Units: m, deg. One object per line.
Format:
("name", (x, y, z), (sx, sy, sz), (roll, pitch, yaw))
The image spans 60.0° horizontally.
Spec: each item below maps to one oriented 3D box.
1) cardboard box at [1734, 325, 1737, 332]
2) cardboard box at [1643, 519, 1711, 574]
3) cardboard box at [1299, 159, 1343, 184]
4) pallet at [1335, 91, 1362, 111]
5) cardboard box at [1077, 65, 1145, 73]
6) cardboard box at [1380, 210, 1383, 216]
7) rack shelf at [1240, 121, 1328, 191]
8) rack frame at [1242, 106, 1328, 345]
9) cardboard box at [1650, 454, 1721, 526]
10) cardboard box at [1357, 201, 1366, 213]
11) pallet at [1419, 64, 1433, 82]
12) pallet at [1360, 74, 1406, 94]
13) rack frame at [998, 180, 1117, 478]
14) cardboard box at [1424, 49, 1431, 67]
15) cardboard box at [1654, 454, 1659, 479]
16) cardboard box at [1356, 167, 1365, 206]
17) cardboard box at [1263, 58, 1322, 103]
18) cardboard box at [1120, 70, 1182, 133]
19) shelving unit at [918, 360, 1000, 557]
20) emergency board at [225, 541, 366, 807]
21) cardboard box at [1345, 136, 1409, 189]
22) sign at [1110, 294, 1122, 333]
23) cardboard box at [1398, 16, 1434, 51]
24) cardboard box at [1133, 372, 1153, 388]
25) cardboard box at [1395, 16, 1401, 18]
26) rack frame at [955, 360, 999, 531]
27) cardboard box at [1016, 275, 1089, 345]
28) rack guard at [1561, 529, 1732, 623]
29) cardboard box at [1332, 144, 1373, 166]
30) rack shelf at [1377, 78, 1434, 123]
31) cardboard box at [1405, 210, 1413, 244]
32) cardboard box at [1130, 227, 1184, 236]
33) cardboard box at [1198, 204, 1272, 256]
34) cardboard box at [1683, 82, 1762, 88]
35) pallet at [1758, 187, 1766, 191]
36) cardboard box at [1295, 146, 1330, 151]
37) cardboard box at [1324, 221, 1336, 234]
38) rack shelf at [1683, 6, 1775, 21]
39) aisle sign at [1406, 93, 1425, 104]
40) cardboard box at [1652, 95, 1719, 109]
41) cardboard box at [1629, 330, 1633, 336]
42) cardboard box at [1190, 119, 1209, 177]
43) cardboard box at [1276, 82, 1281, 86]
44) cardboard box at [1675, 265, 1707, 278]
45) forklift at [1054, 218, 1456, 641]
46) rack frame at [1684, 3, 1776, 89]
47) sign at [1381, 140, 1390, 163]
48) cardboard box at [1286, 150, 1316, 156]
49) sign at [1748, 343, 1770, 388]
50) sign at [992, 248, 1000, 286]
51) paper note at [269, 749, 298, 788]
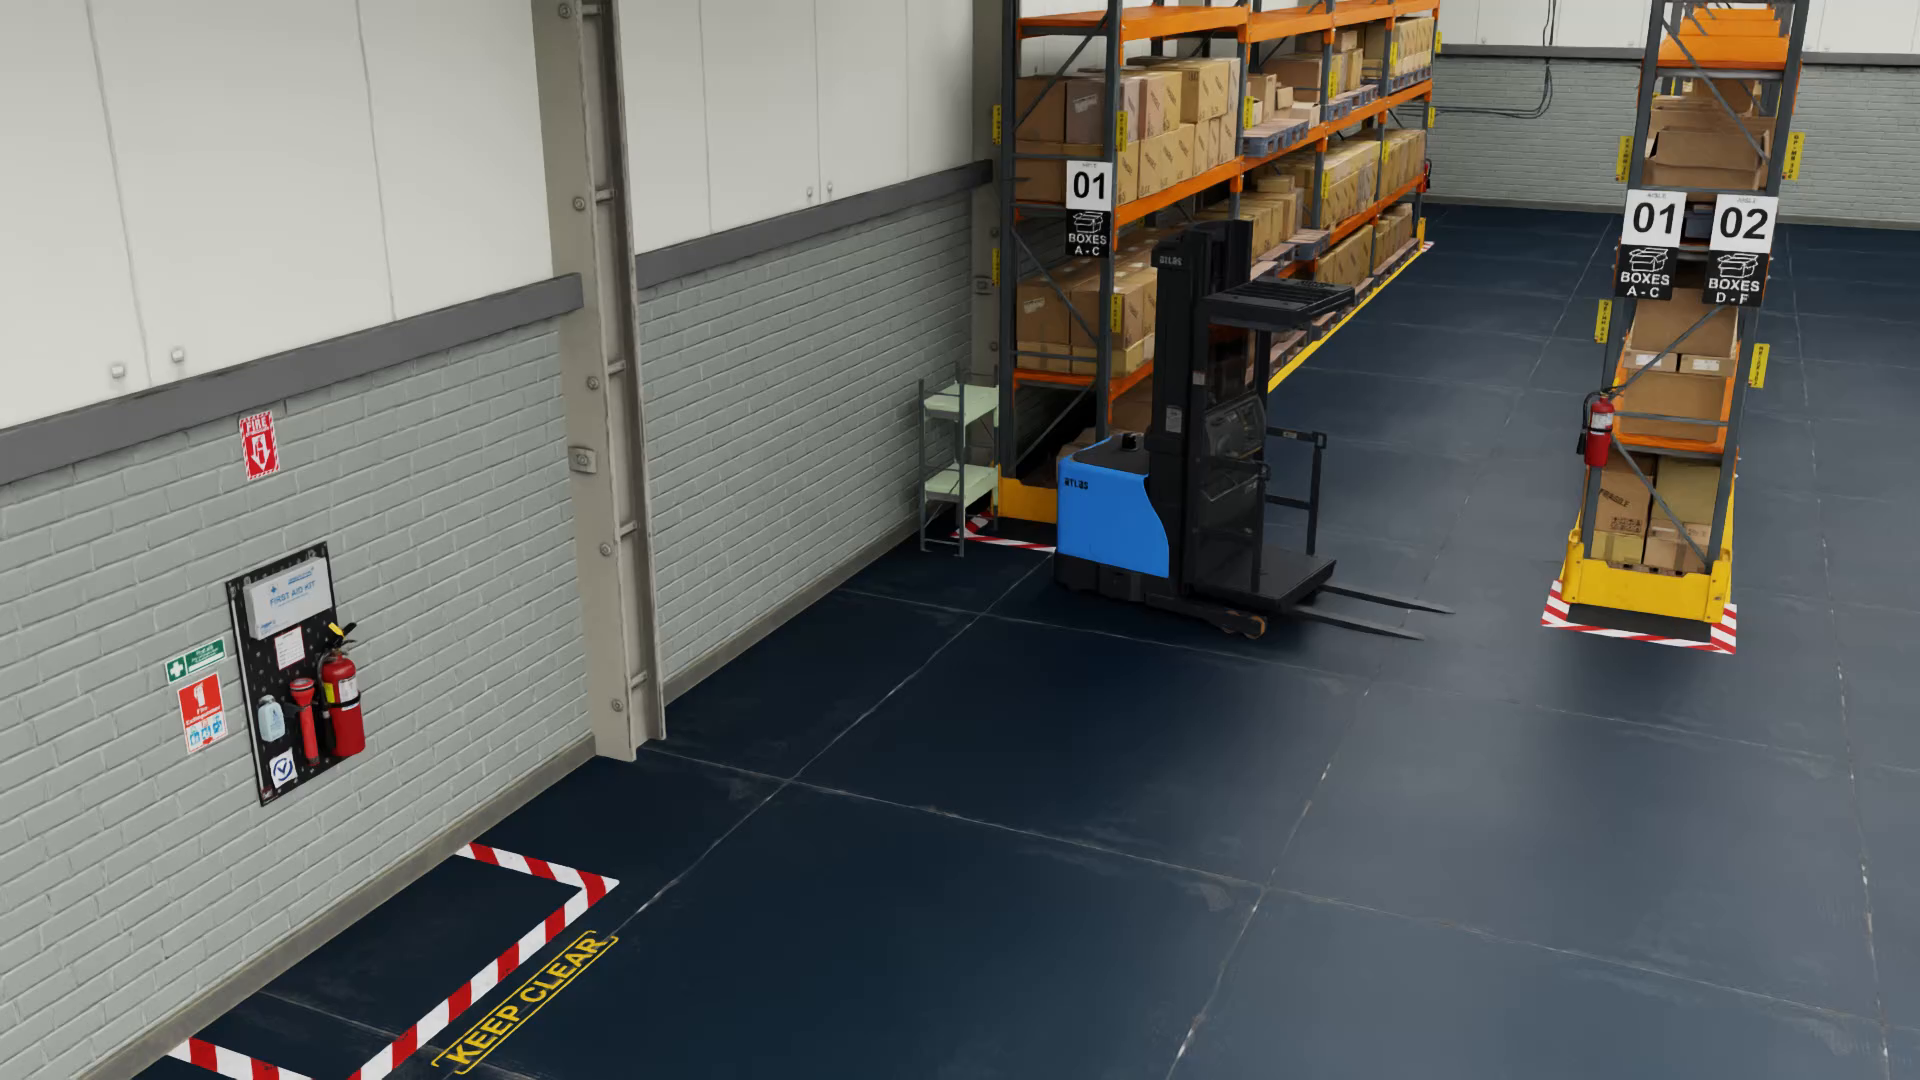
("cardboard box", (6.124, -1.671, 13.573), (0.380, 0.149, 0.250), (8, 21, 21))
("cardboard box", (5.769, 0.052, 13.322), (0.500, 0.250, 0.500), (9, 21, 23))
("cardboard box", (4.742, -4.854, 21.898), (0.500, 0.250, 0.500), (8, 21, 22))
("pallet", (4.772, -5.907, 22.406), (1.003, 0.211, 1.213), (10, 22, 25))
("cardboard box", (1.412, -4.168, 15.563), (0.500, 0.500, 0.500), (9, 21, 23))
("cardboard box", (6.741, -5.414, 27.351), (0.380, 0.149, 0.250), (9, 21, 23))
("rack shelf", (3.282, -4.499, 19.239), (1.077, 0.370, 4.000), (9, 21, 23))
("rack frame", (4.101, -4.036, 21.341), (1.000, 3.000, 0.127), (9, 21, 23))
("cardboard box", (5.972, -0.454, 13.626), (0.500, 0.500, 0.500), (9, 21, 23))
("cardboard box", (5.575, -4.765, 23.737), (0.380, 0.149, 0.250), (9, 21, 23))
("pallet", (7.083, -7.625, 27.088), (1.003, 0.211, 1.213), (9, 21, 23))
("pallet", (6.084, -6.879, 24.990), (1.003, 0.211, 1.213), (9, 21, 23))
("rack frame", (0.825, -1.590, 14.464), (1.000, 3.000, 0.127), (9, 21, 23))
("cardboard box", (7.319, -7.809, 26.921), (0.500, 0.250, 0.500), (9, 22, 24))
("cardboard box", (6.308, -0.785, 15.675), (0.500, 0.250, 0.500), (9, 21, 23))
("cardboard box", (5.367, -4.970, 23.344), (0.500, 0.500, 0.500), (9, 21, 23))
("cardboard box", (4.244, -5.857, 21.179), (0.700, 0.500, 0.500), (7, 21, 18))
("cardboard box", (1.656, -3.920, 14.868), (0.500, 0.500, 0.500), (9, 22, 24))
("shelving unit", (-0.003, -0.705, 14.212), (0.431, 1.500, 0.755), (9, 21, 23))
("emergency board", (-3.181, 0.661, 8.133), (0.194, 1.169, 0.643), (9, 21, 23))
("cardboard box", (6.569, -6.010, 26.443), (0.980, 0.700, 0.700), (7, 21, 20))
("sign", (1.320, -1.924, 14.110), (0.100, 0.325, 0.005), (9, 21, 23))
("cardboard box", (7.326, -8.161, 26.793), (0.500, 0.500, 0.500), (8, 21, 23))
("cardboard box", (2.075, -1.520, 17.340), (0.500, 0.500, 0.500), (7, 21, 19))
("cardboard box", (6.858, -8.232, 26.993), (0.500, 0.500, 0.500), (8, 21, 21))
("rack frame", (0.147, -0.817, 14.526), (0.400, 1.500, 0.023), (9, 21, 23))
("cardboard box", (0.824, -2.056, 14.847), (0.500, 0.500, 0.500), (8, 21, 22))
("rack guard", (5.336, 0.273, 12.954), (1.175, 0.500, 0.348), (9, 21, 23))
("cardboard box", (5.563, -5.476, 23.647), (0.500, 0.250, 0.500), (9, 21, 24))
("rack shelf", (6.558, -6.944, 26.116), (1.077, 0.370, 4.000), (9, 21, 23))
("cardboard box", (7.182, -5.274, 27.925), (0.700, 0.500, 0.500), (9, 21, 23))
("cardboard box", (2.080, -2.990, 17.475), (0.500, 0.500, 0.500), (8, 21, 21))
("cardboard box", (3.179, -3.594, 19.292), (0.700, 0.500, 0.500), (12, 23, 30))
("cardboard box", (9.192, -5.271, 20.187), (0.910, 0.500, 0.500), (9, 21, 23))
("pallet", (6.157, -2.870, 13.718), (1.003, 0.211, 1.213), (9, 21, 23))
("cardboard box", (4.904, -5.389, 23.403), (0.500, 0.250, 0.500), (8, 21, 21))
("cardboard box", (4.744, -4.141, 21.982), (0.380, 0.149, 0.250), (9, 22, 24))
("rack shelf", (9.441, -6.268, 20.334), (1.077, 0.370, 4.000), (9, 21, 23))
("aisle sign", (7.680, -7.687, 27.728), (0.394, 0.787, 0.004), (9, 21, 23))
("cardboard box", (6.537, -3.741, 15.050), (0.500, 0.500, 0.500), (10, 22, 27))
("cardboard box", (5.539, -1.566, 13.278), (0.380, 0.149, 0.250), (8, 21, 22))
("cardboard box", (2.071, -3.767, 15.929), (0.500, 0.500, 0.500), (8, 21, 21))
("cardboard box", (3.596, -5.317, 20.288), (0.500, 0.500, 0.500), (9, 21, 23))
("cardboard box", (5.781, -1.889, 13.218), (0.700, 0.500, 0.500), (8, 21, 21))
("forklift", (2.252, -0.846, 12.474), (3.031, 2.935, 1.130), (13, 24, 33))
("rack frame", (10.260, -7.407, 21.866), (1.000, 3.000, 0.127), (9, 21, 23))
("sign", (6.238, -5.695, 24.397), (0.100, 0.325, 0.005), (9, 21, 23))
("cardboard box", (4.687, -5.230, 22.956), (0.500, 0.250, 0.500), (8, 21, 21))
("sign", (5.850, -1.279, 12.178), (0.100, 0.325, 0.005), (9, 21, 23))
("sign", (0.327, -2.367, 14.448), (0.100, 0.325, 0.005), (9, 21, 23))
("paper note", (-3.316, 1.121, 8.155), (0.016, 0.148, 0.142), (9, 21, 23))
